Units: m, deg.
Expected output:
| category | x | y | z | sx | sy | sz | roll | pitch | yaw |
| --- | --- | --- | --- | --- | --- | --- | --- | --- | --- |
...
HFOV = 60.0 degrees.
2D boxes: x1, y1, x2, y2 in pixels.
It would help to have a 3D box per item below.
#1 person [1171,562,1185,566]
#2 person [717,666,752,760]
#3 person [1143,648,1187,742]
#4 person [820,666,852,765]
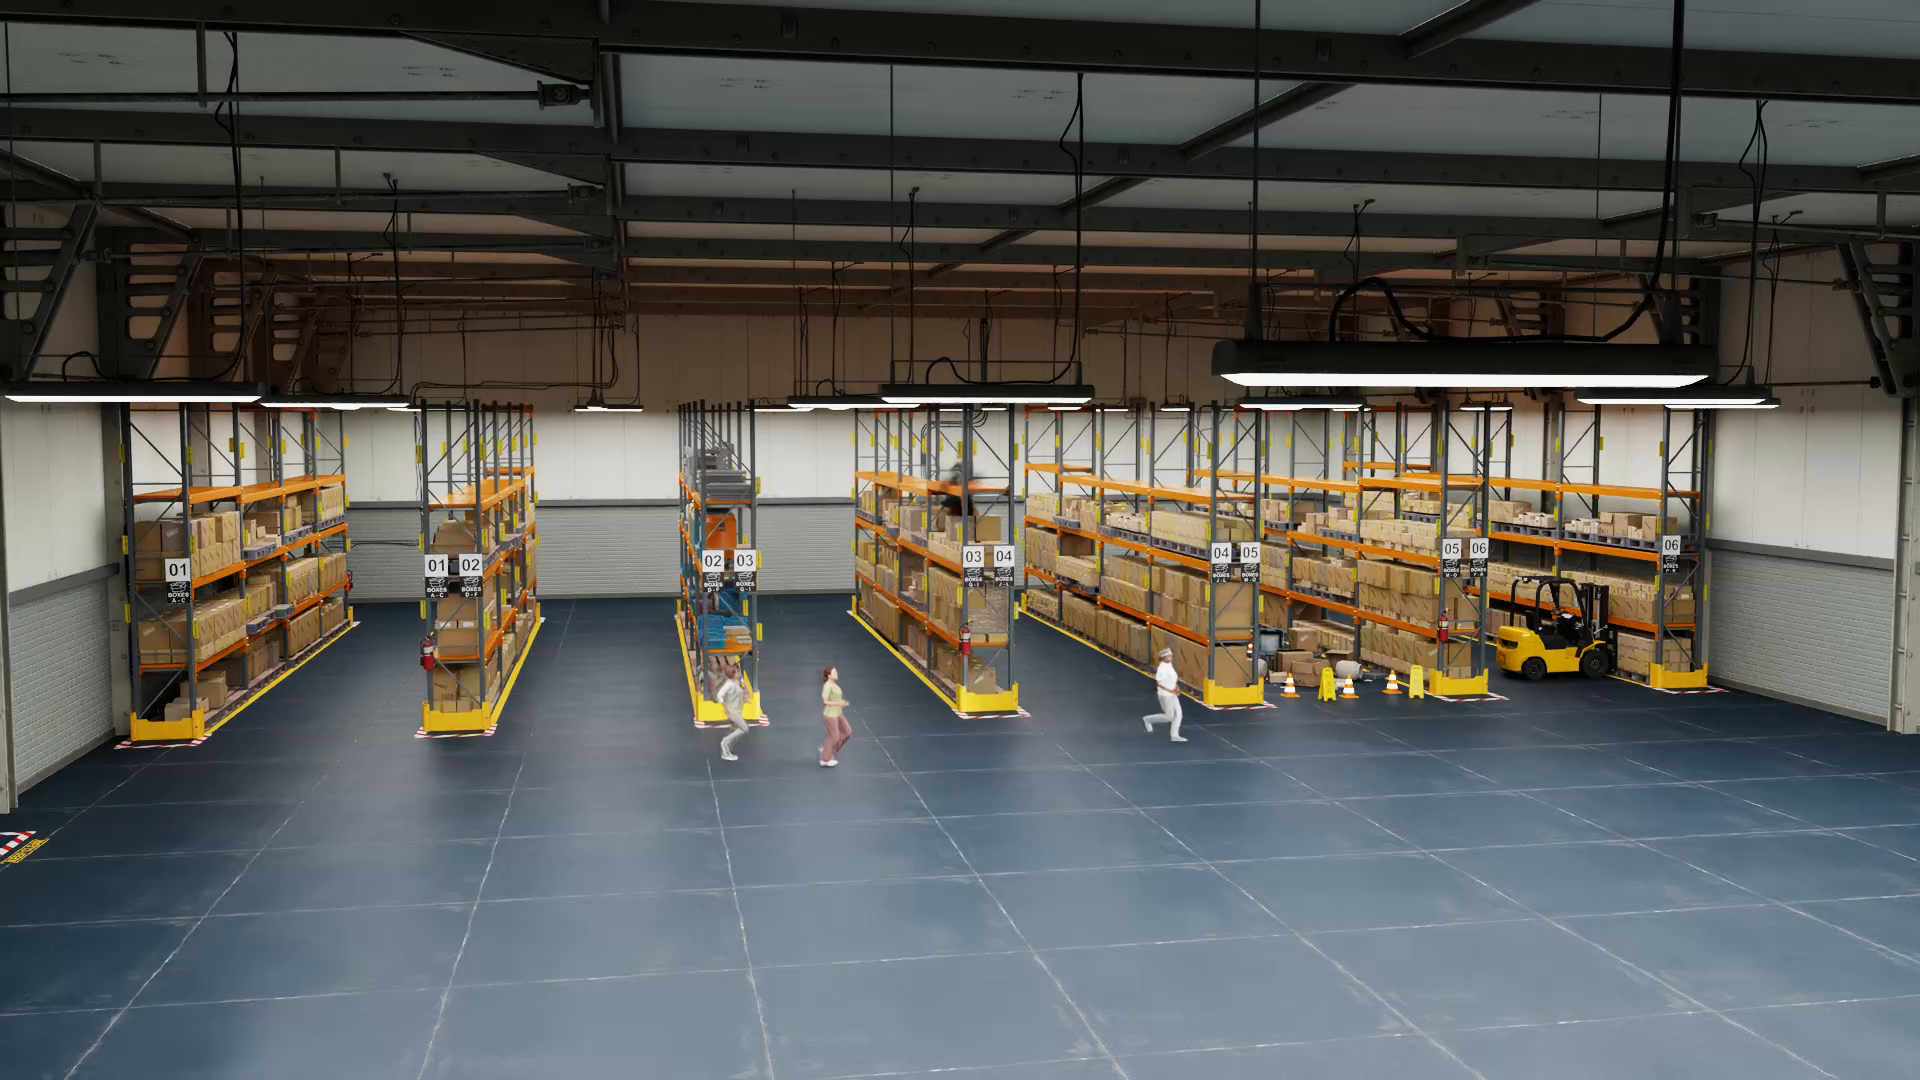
| category | x | y | z | sx | sy | sz | roll | pitch | yaw |
| --- | --- | --- | --- | --- | --- | --- | --- | --- | --- |
| person | 6.813 | 1.075 | 50.958 | 0.695 | 1.706 | 0.604 | 1 | 4 | 8 |
| person | -3.705 | 2.865 | 27.501 | 0.549 | 1.559 | 0.522 | 1 | 4 | 8 |
| person | 3.622 | 2.704 | 29.144 | 0.773 | 1.657 | 0.593 | 2 | 5 | 25 |
| person | -2.021 | 2.852 | 27.032 | 0.549 | 1.628 | 0.567 | 1 | 4 | 16 |
